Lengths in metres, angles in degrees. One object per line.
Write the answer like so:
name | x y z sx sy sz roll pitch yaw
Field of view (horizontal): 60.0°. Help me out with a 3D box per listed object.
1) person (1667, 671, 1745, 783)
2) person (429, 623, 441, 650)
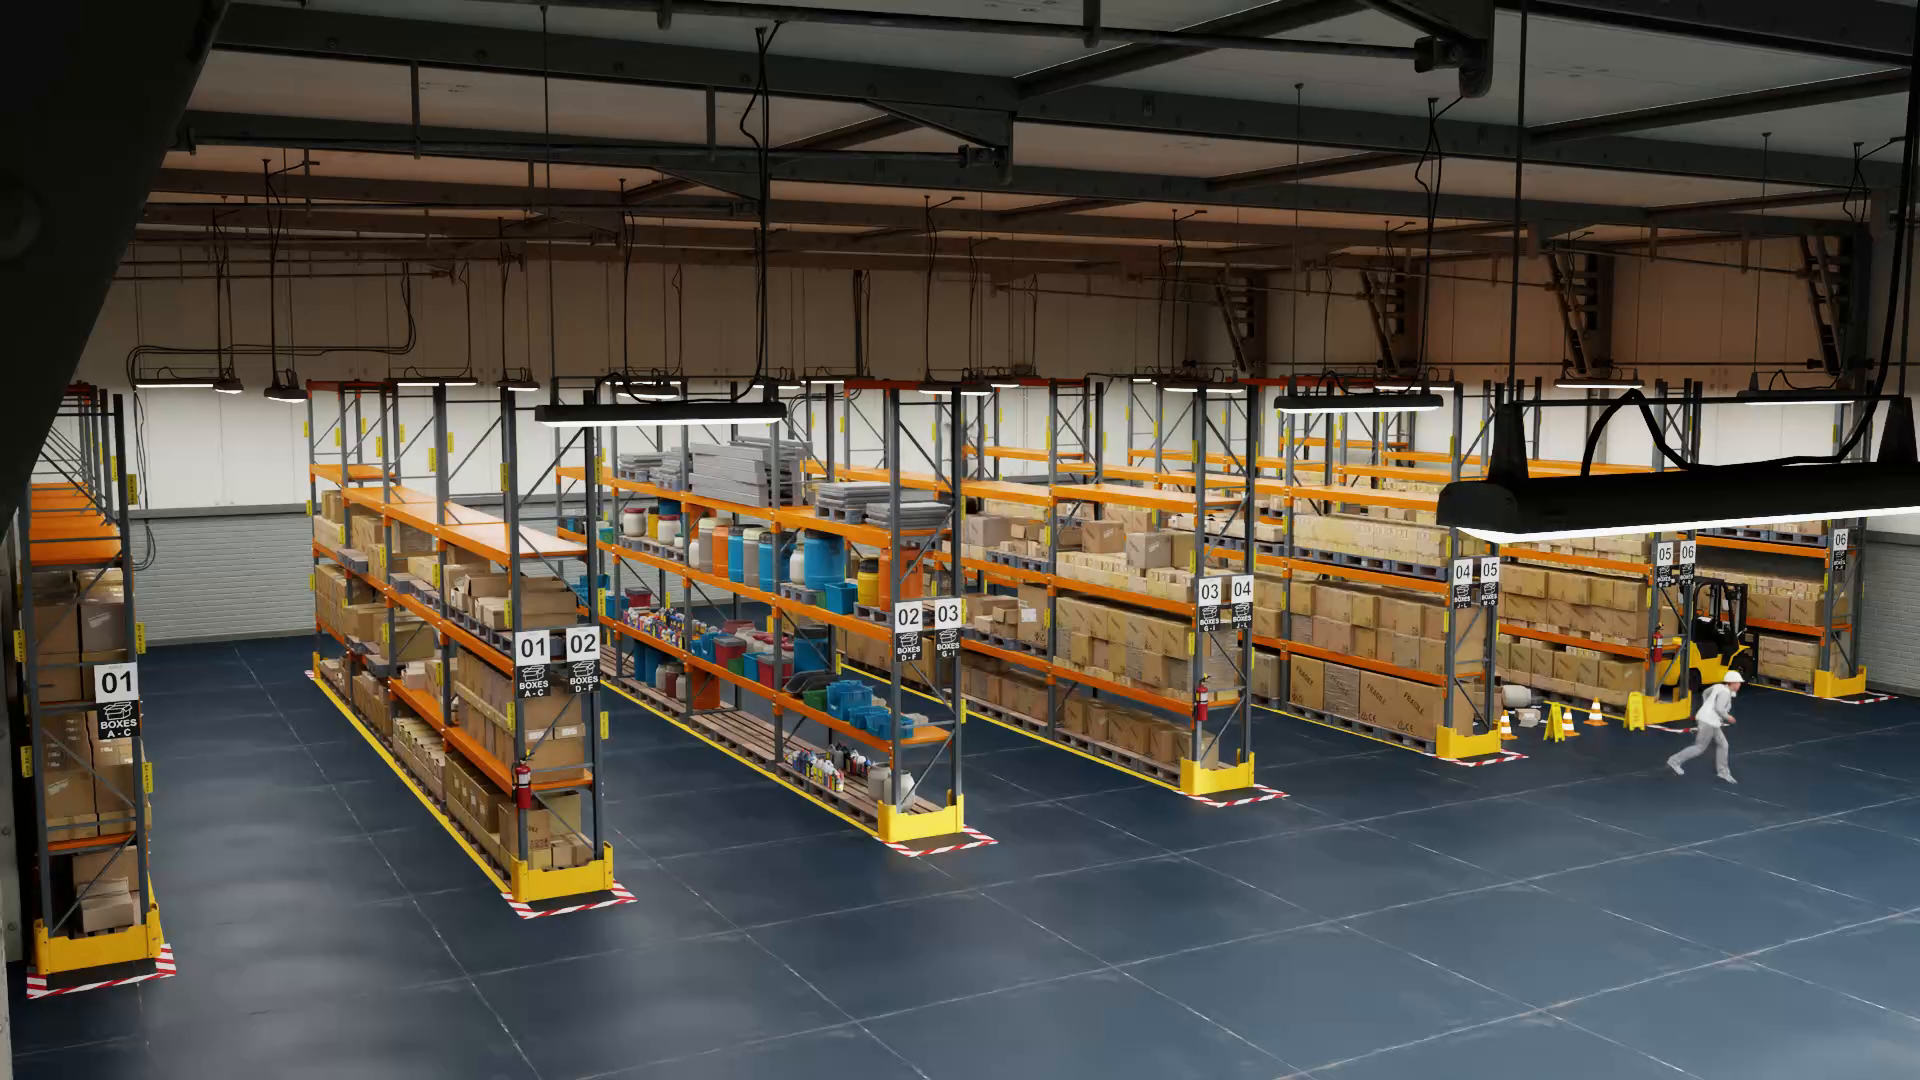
person | 11.309 2.827 25.243 1.046 1.732 0.697 1 6 12
person | -10.808 1.826 34.043 0.700 1.739 0.733 -5 8 -40
